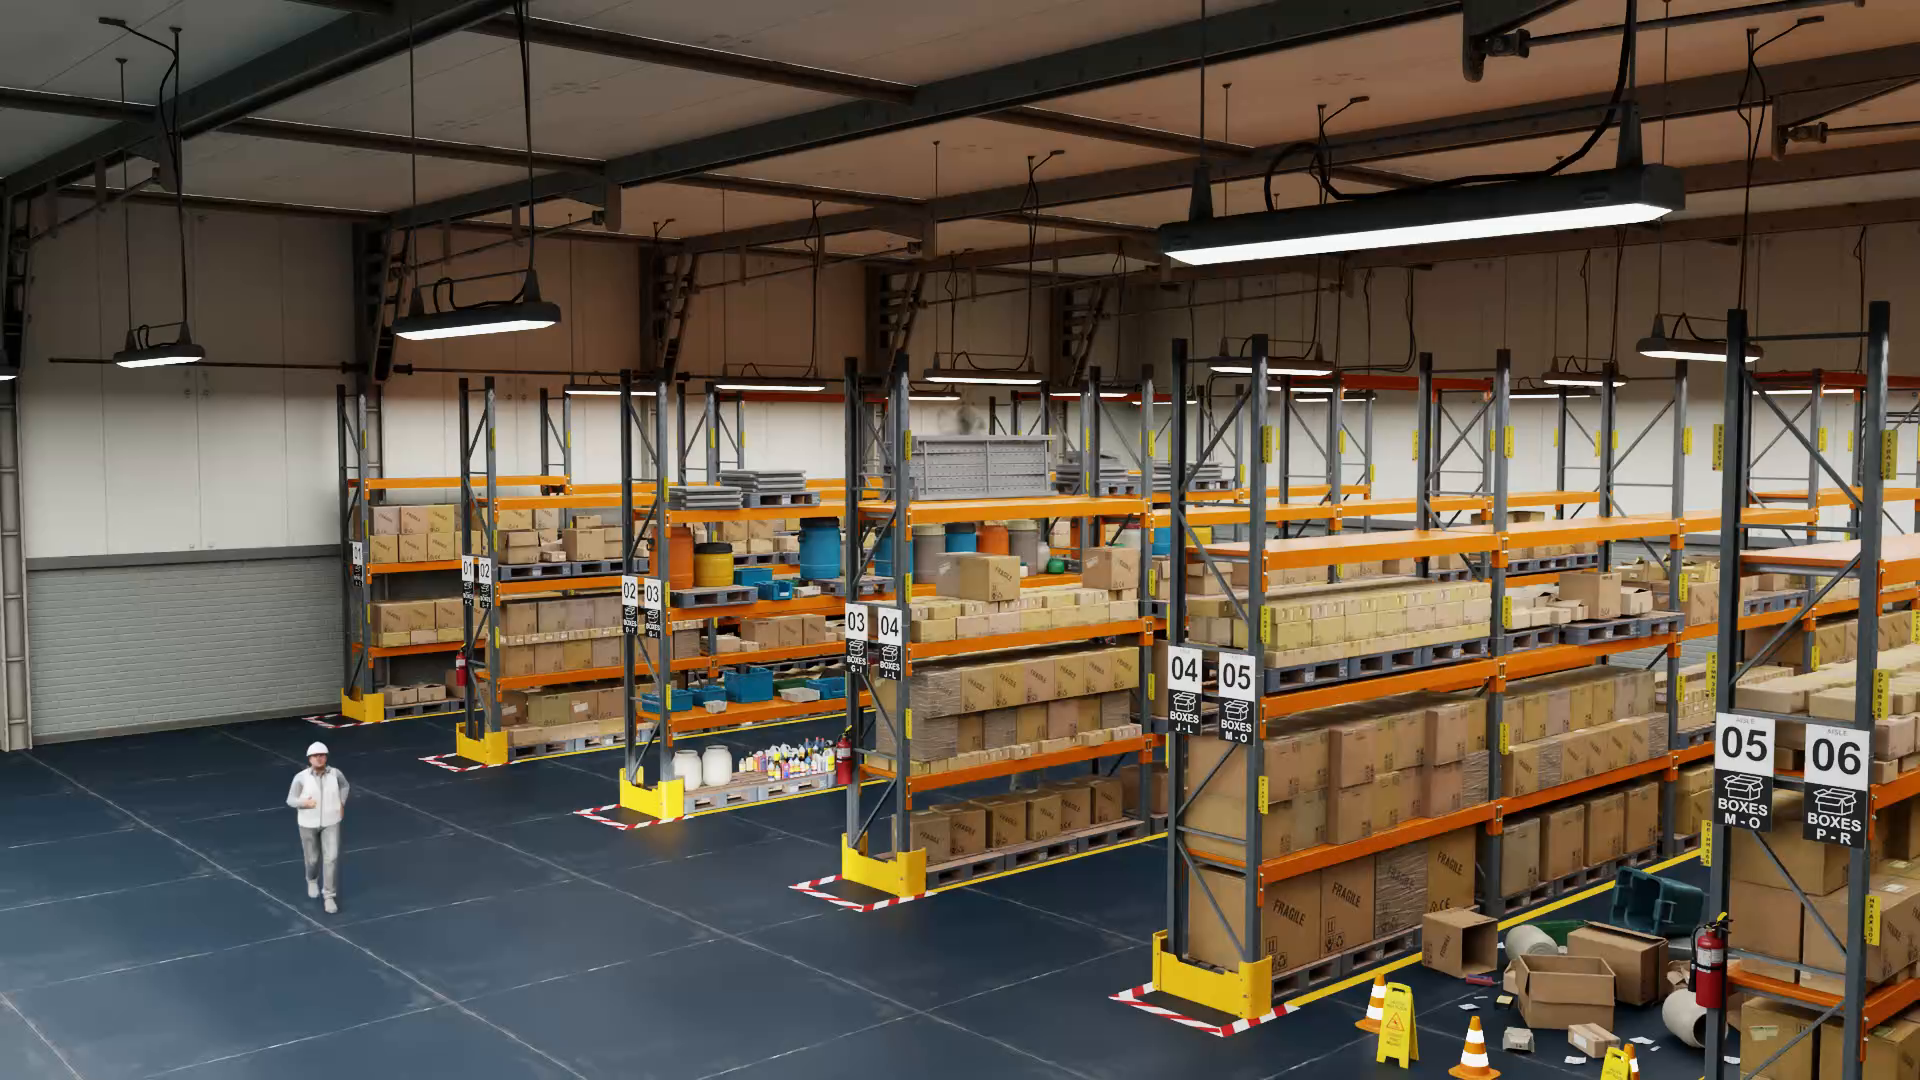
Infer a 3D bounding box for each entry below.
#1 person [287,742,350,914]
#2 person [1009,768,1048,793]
[{"bbox_3d":[-6.911,3.067,17.963,0.661,1.767,0.889,-2,4,-26],"label":"person"},{"bbox_3d":[0.947,2.826,23.230,0.517,1.630,0.784,3,5,36],"label":"person"}]
